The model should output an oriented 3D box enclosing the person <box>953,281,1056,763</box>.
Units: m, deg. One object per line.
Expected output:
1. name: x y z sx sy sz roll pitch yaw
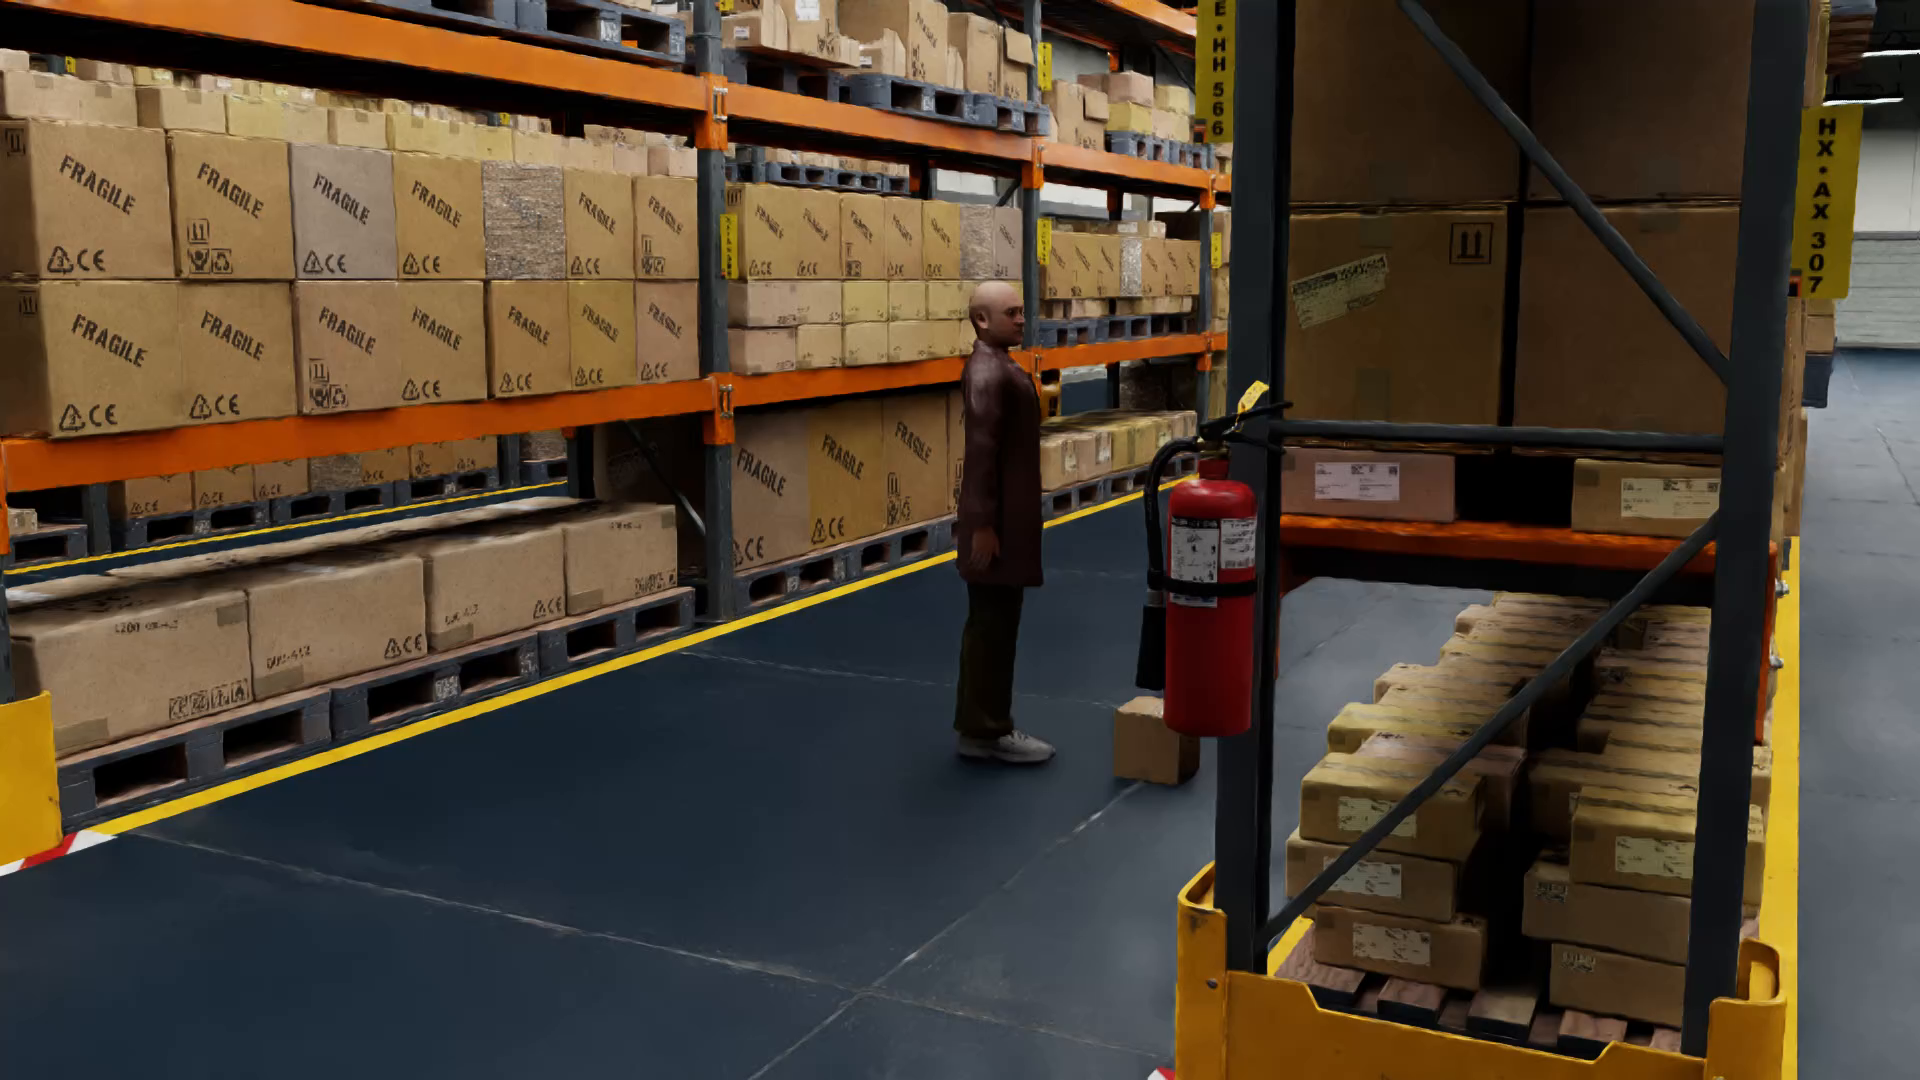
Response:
1. person: 0.159 -0.081 6.306 0.379 1.785 0.735 -1 9 -3
